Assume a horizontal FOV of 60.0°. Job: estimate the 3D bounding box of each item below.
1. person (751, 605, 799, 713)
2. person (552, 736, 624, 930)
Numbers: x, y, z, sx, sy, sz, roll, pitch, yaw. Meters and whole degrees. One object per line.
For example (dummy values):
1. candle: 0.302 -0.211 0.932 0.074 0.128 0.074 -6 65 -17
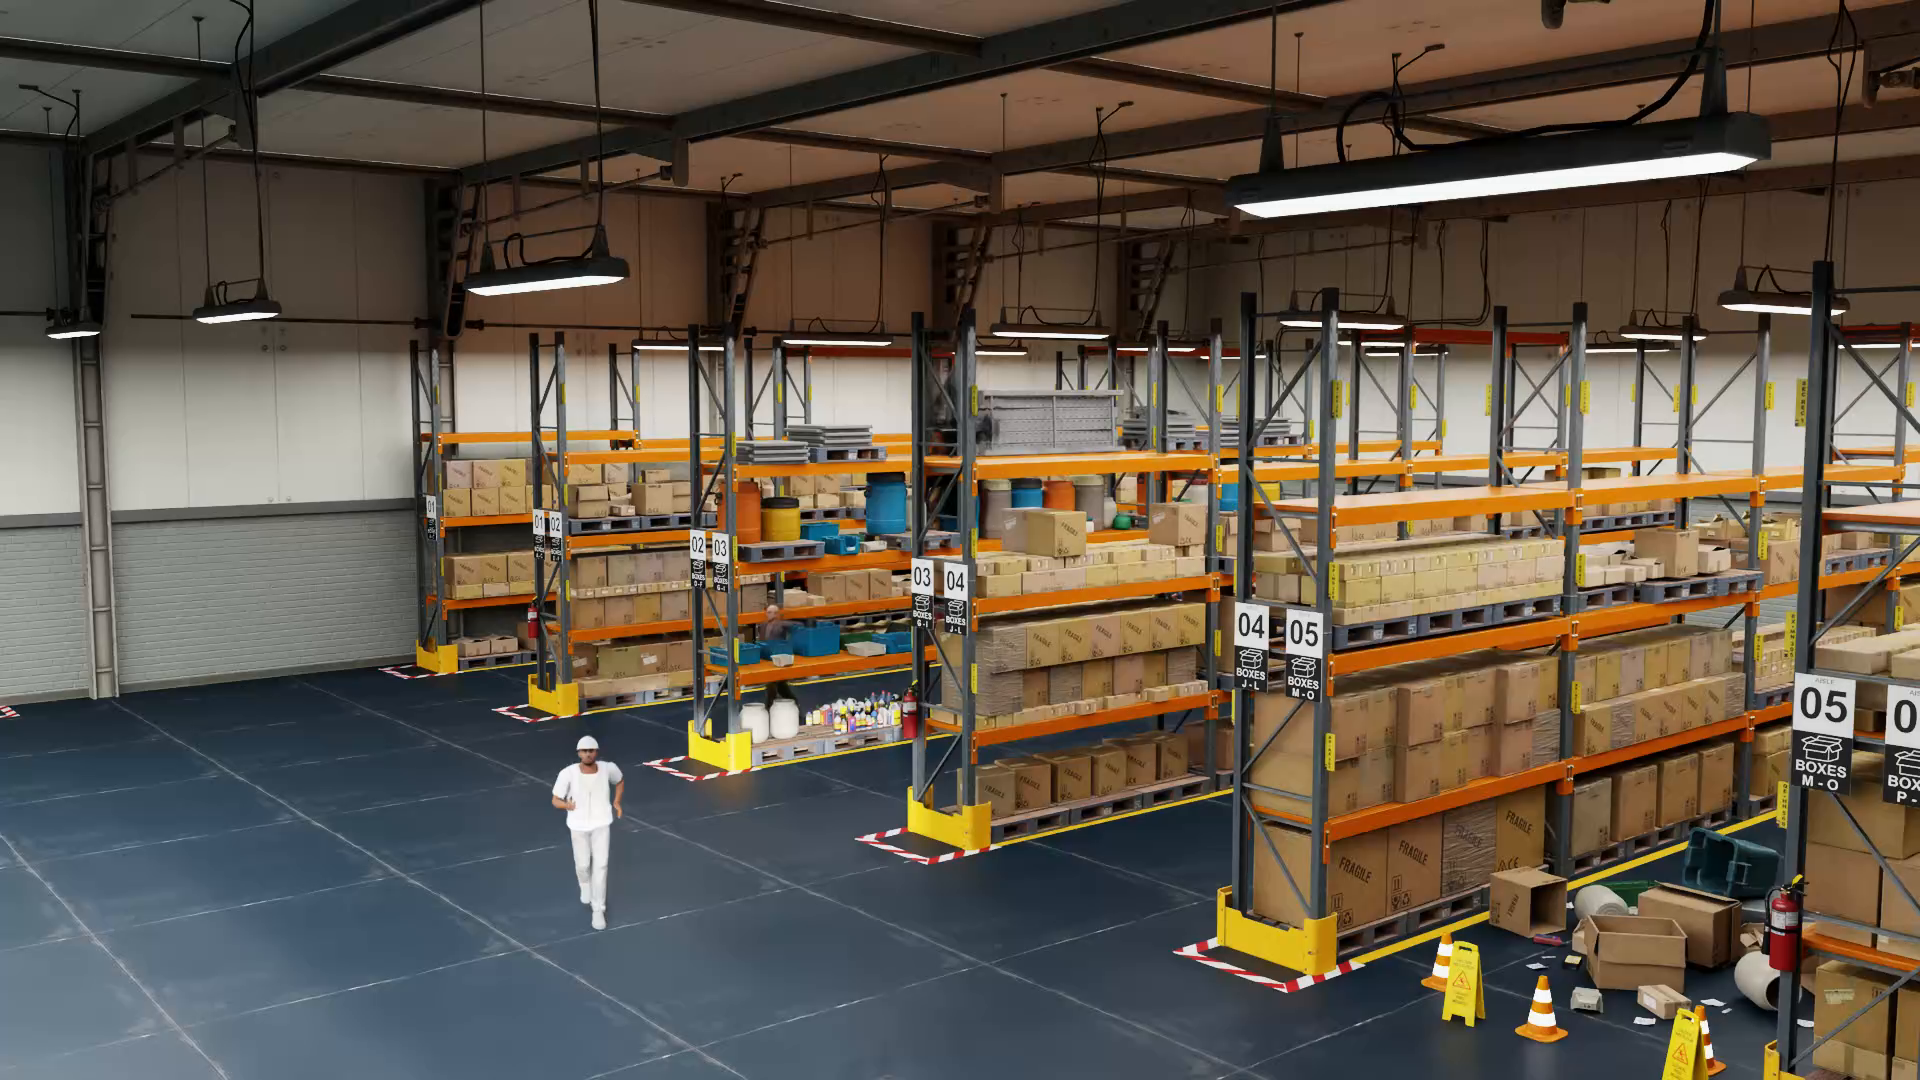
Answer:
1. person: -2.836 1.905 25.685 0.934 1.835 0.643 -5 7 -43
2. person: -3.587 2.770 16.088 0.695 1.771 0.962 -1 5 -13
